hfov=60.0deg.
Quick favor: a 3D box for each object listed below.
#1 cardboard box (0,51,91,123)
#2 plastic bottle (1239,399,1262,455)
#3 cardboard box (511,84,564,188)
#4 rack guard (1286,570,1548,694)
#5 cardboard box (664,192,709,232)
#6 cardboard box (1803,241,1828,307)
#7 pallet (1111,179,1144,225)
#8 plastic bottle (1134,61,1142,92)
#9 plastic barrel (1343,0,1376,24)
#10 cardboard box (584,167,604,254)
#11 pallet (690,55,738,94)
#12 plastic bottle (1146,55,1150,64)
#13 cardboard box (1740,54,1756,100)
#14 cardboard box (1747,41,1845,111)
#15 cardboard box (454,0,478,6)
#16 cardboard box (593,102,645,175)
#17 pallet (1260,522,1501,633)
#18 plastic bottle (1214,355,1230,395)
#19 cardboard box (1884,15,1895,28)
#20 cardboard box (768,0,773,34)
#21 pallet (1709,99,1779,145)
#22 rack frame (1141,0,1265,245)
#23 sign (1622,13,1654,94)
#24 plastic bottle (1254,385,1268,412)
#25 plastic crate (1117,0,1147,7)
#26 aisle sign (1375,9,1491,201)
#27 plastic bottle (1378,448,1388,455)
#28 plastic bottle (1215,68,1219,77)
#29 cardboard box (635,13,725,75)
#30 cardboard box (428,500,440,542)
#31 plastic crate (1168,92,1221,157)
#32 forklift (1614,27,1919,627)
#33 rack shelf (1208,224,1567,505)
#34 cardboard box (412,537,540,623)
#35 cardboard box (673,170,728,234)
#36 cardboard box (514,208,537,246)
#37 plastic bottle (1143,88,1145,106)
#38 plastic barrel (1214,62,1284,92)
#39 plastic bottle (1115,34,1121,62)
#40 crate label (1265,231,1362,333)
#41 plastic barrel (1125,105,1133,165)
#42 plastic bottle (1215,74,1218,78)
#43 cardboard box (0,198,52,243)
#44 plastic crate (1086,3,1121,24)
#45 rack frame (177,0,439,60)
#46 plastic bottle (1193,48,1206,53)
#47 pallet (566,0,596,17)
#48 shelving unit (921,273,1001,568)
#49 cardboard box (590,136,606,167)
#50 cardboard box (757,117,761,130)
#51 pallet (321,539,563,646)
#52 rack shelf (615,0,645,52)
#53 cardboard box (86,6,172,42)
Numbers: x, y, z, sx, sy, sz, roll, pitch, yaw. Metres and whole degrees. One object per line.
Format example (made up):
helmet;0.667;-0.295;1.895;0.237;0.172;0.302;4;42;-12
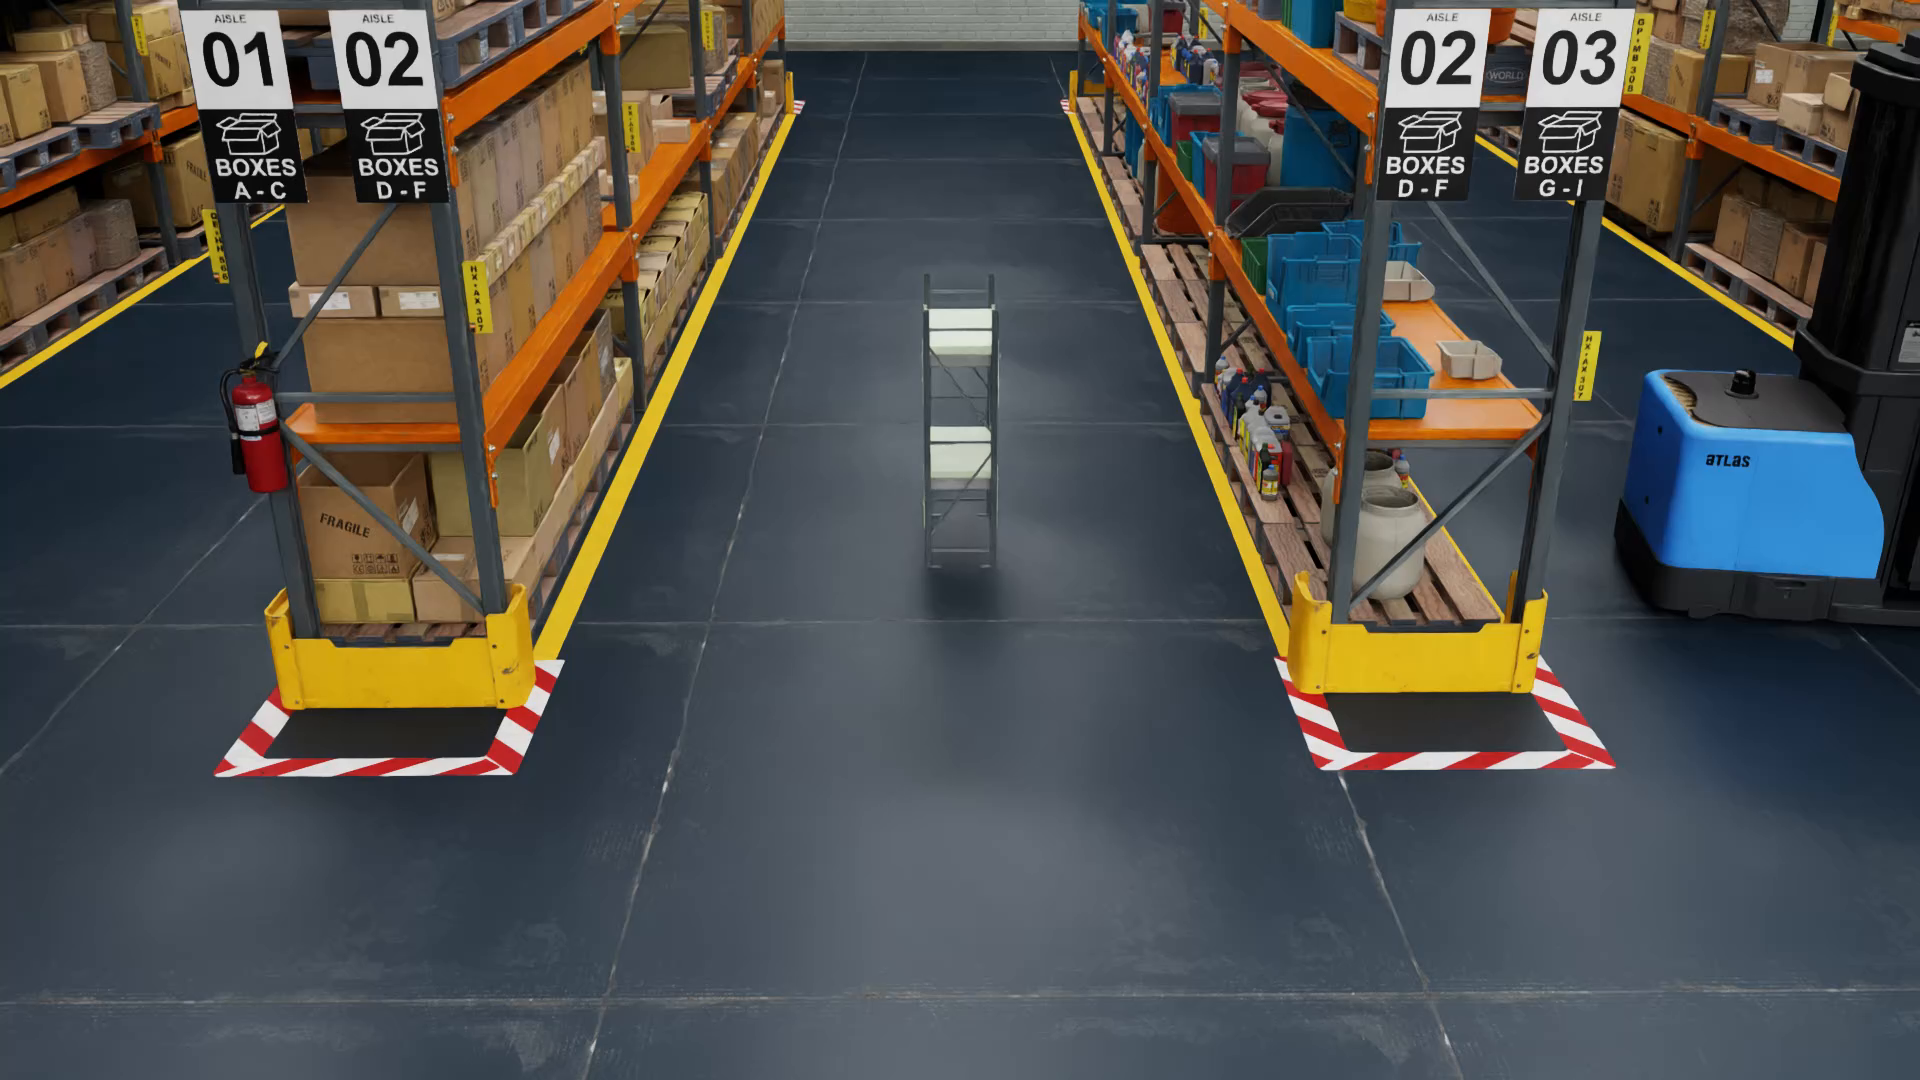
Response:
cardboard box;-7.672;-3.733;13.709;0.700;0.500;0.500;-3;24;-6
plastic bottle;1.830;-0.713;10.368;0.144;0.351;0.185;0;24;-1
cardboard box;-2.701;-2.326;9.557;0.700;0.500;0.500;0;24;-1
rack guard;2.225;0.449;8.151;1.175;0.500;0.348;0;24;-1
cardboard box;-2.515;-2.914;14.700;0.500;0.311;0.500;0;24;1
cardboard box;7.204;-2.071;13.189;0.700;0.500;0.500;-2;24;-5
pallet;2.125;-3.511;17.257;1.003;0.211;1.213;0;24;-1
plastic bottle;1.742;-4.538;16.286;0.061;0.283;0.133;0;24;-1
plastic barrel;2.134;-2.772;7.861;0.600;0.588;0.600;0;24;0
cardboard box;-2.712;-2.149;10.741;0.700;0.500;0.500;-1;24;-2
pallet;-2.793;-4.649;16.621;1.003;0.211;1.213;0;24;-1
plastic bottle;1.899;-4.748;16.765;0.097;0.271;0.097;0;24;0
cardboard box;7.405;-4.225;15.330;0.500;0.500;0.500;0;24;1
cardboard box;7.184;-3.992;14.306;0.500;0.500;0.500;-3;25;-7
cardboard box;-2.516;-2.631;7.913;0.380;0.149;0.250;0;24;-1
cardboard box;-2.727;-3.072;12.781;0.500;0.500;0.500;0;24;0
pallet;2.222;0.246;8.951;1.003;0.211;1.213;0;24;-1
plastic bottle;1.795;-1.131;11.388;0.097;0.271;0.097;0;24;0
cardboard box;11.774;-6.470;20.720;0.380;0.149;0.250;-1;24;-2
cardboard box;-2.563;-6.467;20.287;0.500;0.500;0.500;-1;24;-1
pallet;7.253;-3.597;14.296;1.213;0.211;1.003;0;24;-1
rack frame;2.186;-3.956;14.856;1.000;3.000;0.127;0;24;-1
sign;2.823;-2.031;6.949;0.100;0.325;0.005;0;24;-1
plastic bottle;1.946;-0.871;10.813;0.097;0.271;0.097;0;24;0
plastic crate;2.289;-7.158;21.822;0.616;0.435;0.499;0;24;-1
aisle sign;1.977;-1.813;6.963;0.394;0.787;0.004;0;24;-1
plastic bottle;2.561;-0.506;10.006;0.097;0.271;0.097;0;24;0
plastic bottle;2.521;-4.465;16.139;0.097;0.271;0.097;0;24;0
cardboard box;-2.706;-4.808;16.111;0.700;0.500;0.500;4;25;9
cardboard box;-2.999;-0.002;8.943;0.500;0.250;0.500;0;24;-1
plastic crate;1.898;-3.317;13.367;0.402;0.464;0.583;0;24;-1
forklift;5.227;-1.035;8.481;3.031;2.935;1.130;3;25;7
rack shelf;2.251;-1.155;9.538;1.077;0.370;4.000;0;24;-1
cardboard box;-2.463;0.201;8.492;0.500;0.250;0.500;0;24;-1
cardboard box;-2.486;-3.185;15.652;0.500;0.500;0.500;1;24;2
cardboard box;-2.485;-1.673;8.900;0.380;0.149;0.250;-1;24;-1
plastic bottle;1.769;-4.173;15.577;0.097;0.201;0.097;0;24;0
plastic barrel;2.494;-3.828;14.408;0.600;0.536;0.708;0;24;-1
plastic bottle;1.721;-5.343;18.064;0.061;0.283;0.133;0;24;-1
crate label;1.983;-1.432;9.234;0.502;0.435;0.616;0;24;-1
plastic barrel;2.131;-4.615;18.350;0.600;0.901;0.708;0;24;-1
plastic bottle;2.465;-4.315;15.807;0.097;0.271;0.097;0;24;0
cardboard box;-7.706;-2.571;13.383;0.500;0.250;0.500;0;24;-1
plastic crate;1.786;-6.557;20.739;0.416;0.233;0.300;0;24;-1
rack frame;-2.680;-3.372;6.285;1.000;3.000;0.127;0;24;-1
plastic bottle;2.481;-4.973;17.255;0.152;0.276;0.135;0;24;-1
pallet;-2.688;-3.262;9.789;1.003;0.211;1.213;0;24;-1
shelving unit;0.000;-0.681;9.435;0.431;1.500;0.755;0;24;-1
cardboard box;-2.506;-2.517;10.766;0.380;0.149;0.250;0;24;-1
cardboard box;-2.619;-5.023;20.120;0.380;0.166;0.250;0;24;-1
pallet;-2.730;0.317;8.792;1.003;0.211;1.213;0;24;-1
rack shelf;-2.745;-4.150;12.518;1.077;0.370;4.000;0;24;-1
cardboard box;-7.468;-4.643;14.959;0.500;0.250;0.500;0;24;1
